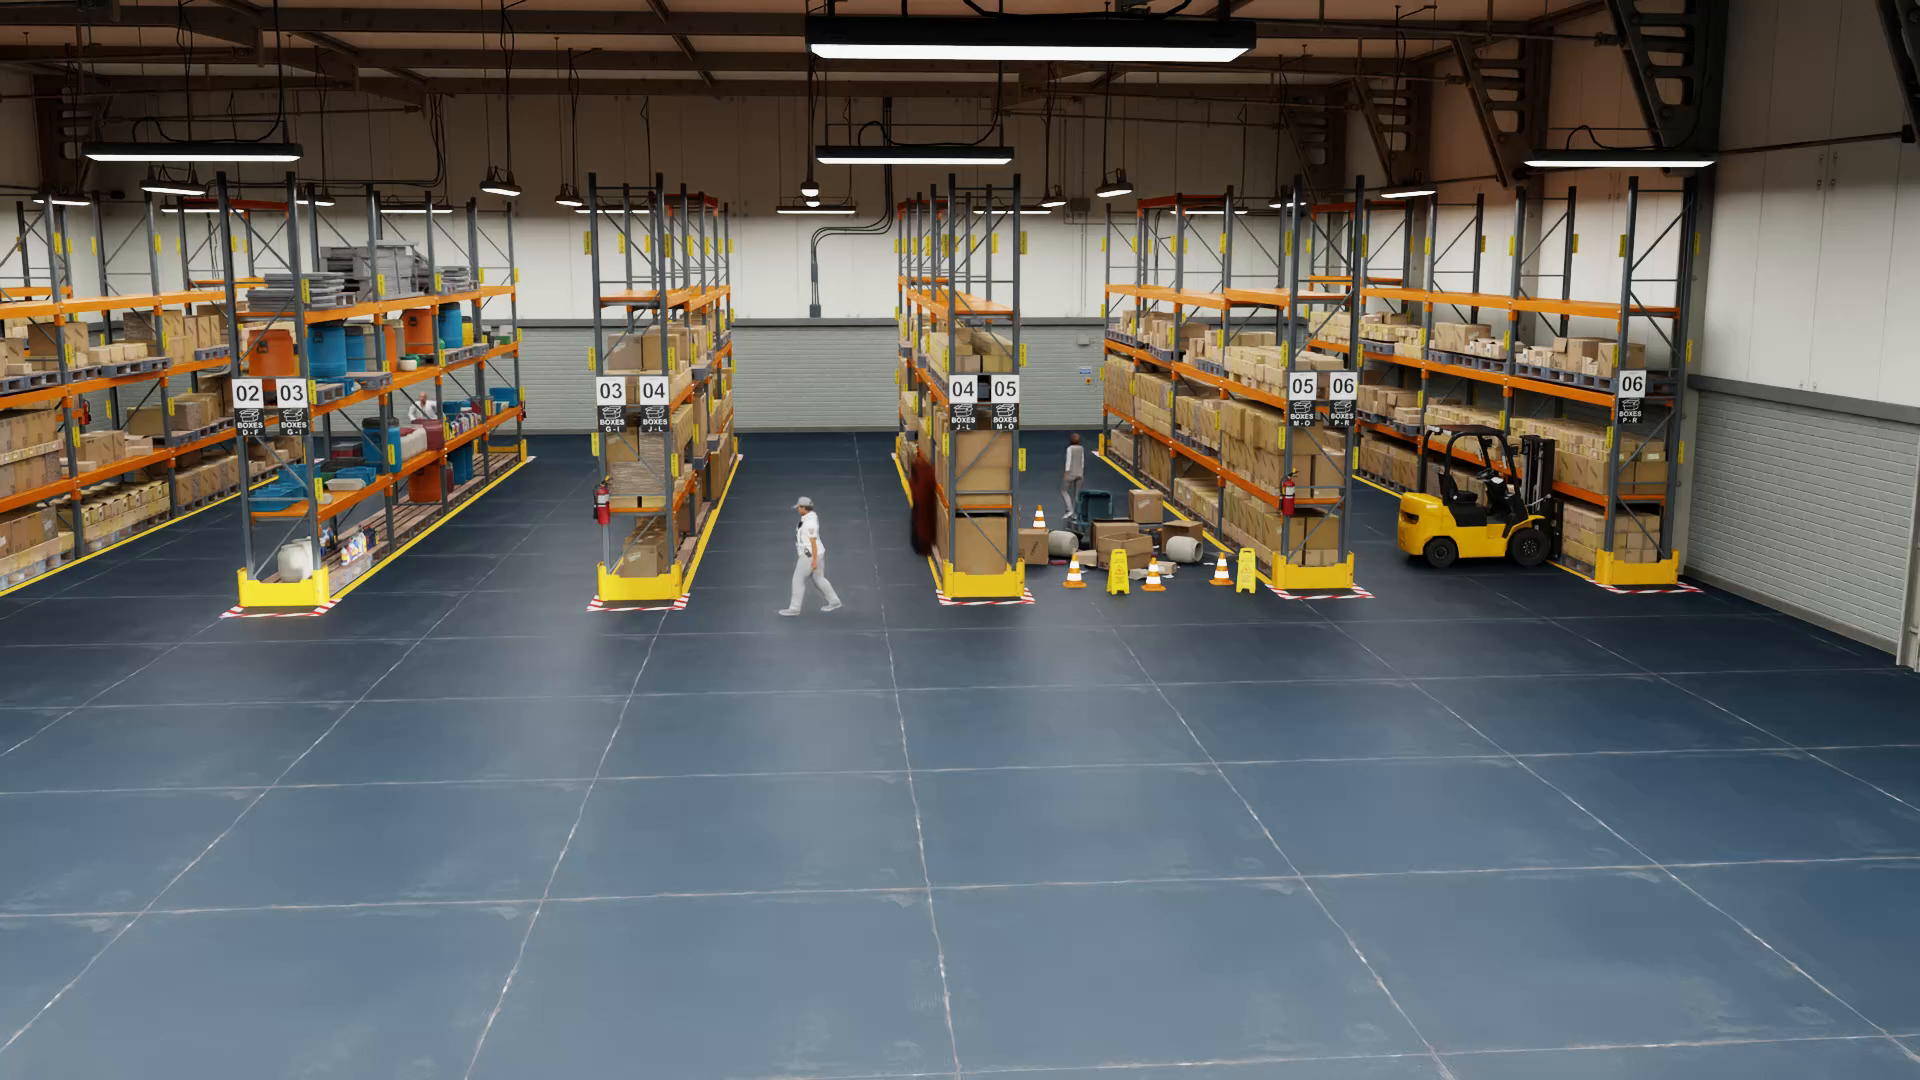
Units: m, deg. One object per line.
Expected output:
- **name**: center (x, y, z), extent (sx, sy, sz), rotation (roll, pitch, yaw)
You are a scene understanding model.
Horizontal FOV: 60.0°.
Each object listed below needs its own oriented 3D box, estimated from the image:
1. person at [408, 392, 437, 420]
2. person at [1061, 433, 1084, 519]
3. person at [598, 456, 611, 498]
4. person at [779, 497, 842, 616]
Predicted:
- **person**: center (-12.513, -2.658, 38.981), extent (0.691, 1.677, 0.670), rotation (1, 10, 6)
- **person**: center (2.114, -1.177, 30.814), extent (0.446, 1.615, 0.371), rotation (-6, 12, -31)
- **person**: center (-7.075, -1.696, 33.528), extent (0.450, 1.605, 1.060), rotation (0, 10, -1)
- **person**: center (-2.064, 0.211, 22.847), extent (0.853, 1.627, 0.516), rotation (0, 10, -2)
